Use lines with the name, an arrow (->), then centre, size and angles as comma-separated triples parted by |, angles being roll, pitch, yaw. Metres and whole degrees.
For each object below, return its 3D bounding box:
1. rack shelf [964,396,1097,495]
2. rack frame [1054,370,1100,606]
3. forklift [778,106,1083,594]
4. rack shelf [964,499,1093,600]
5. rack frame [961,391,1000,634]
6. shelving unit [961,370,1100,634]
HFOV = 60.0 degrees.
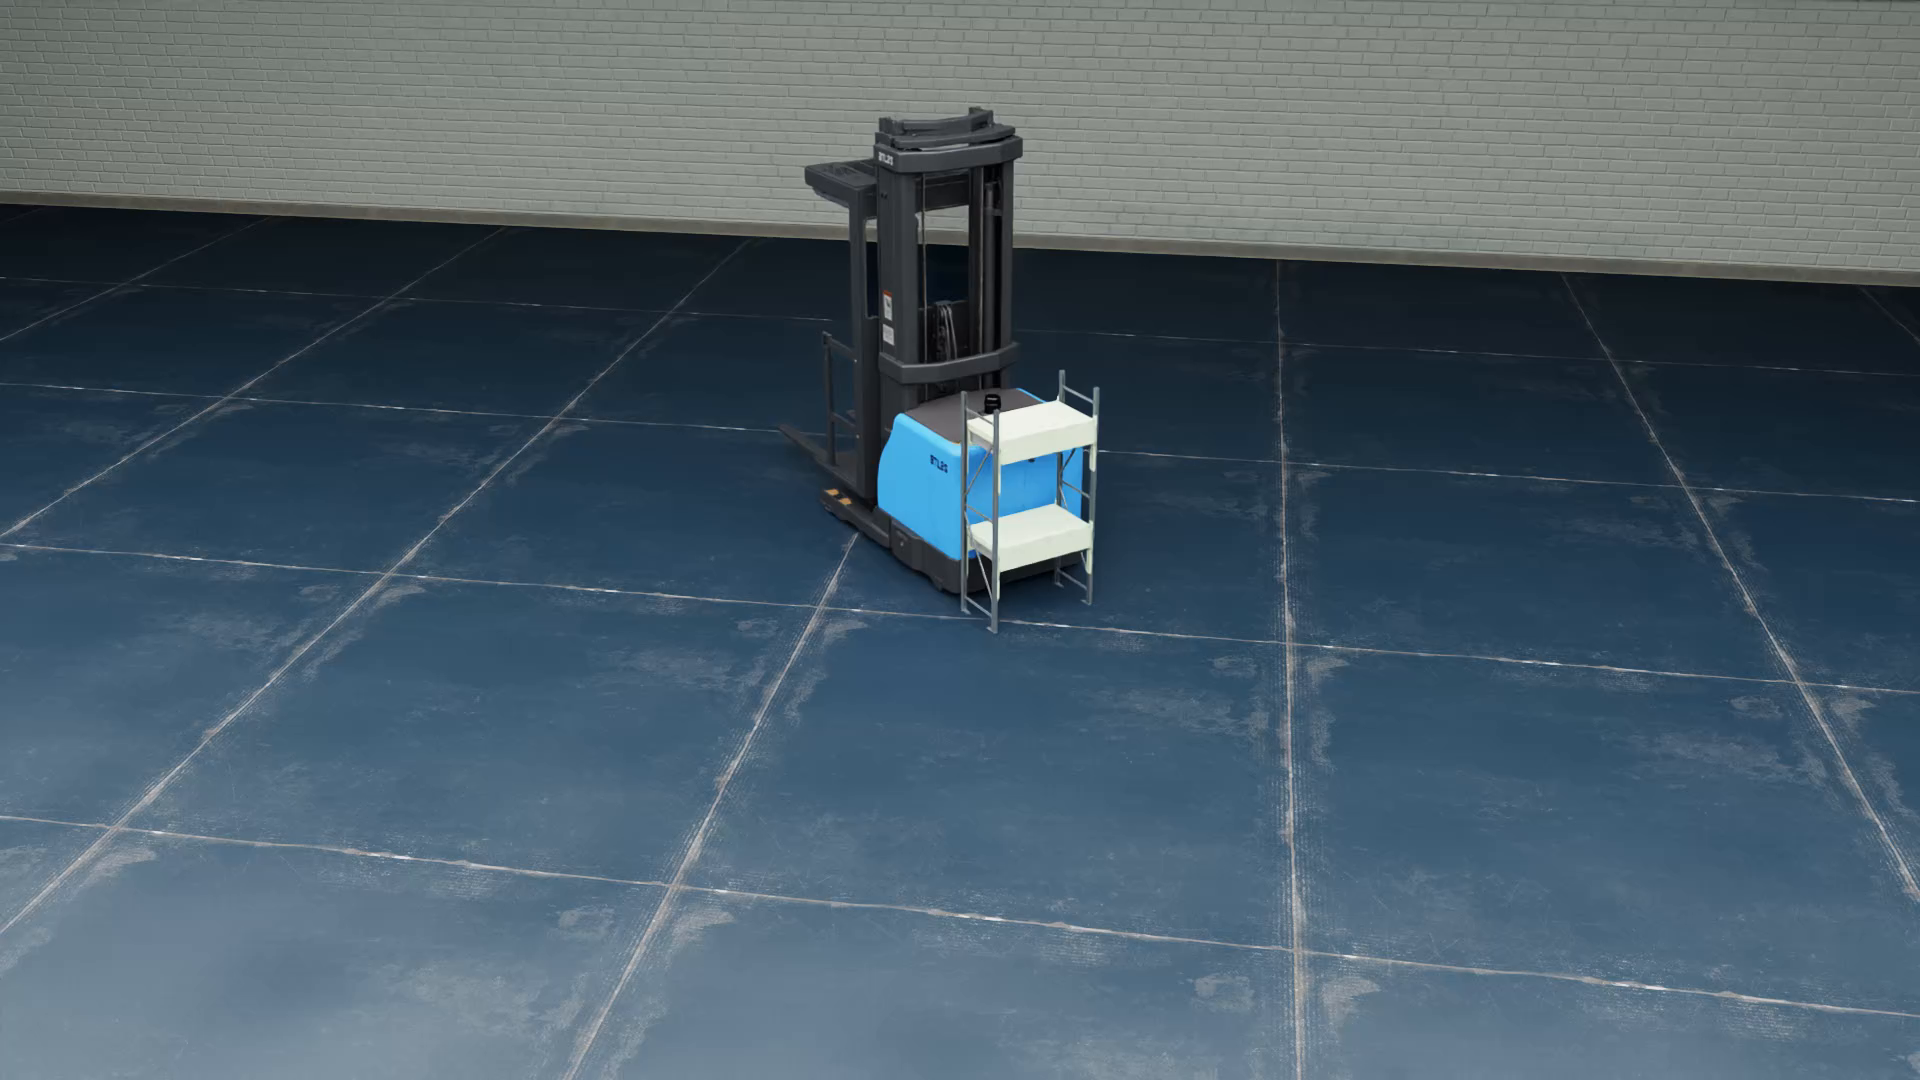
rack shelf -> 0.432, -0.595, 10.331 | 0.720, 0.370, 0.431 | -15, 29, -28
rack frame -> 0.744, -0.323, 10.670 | 0.023, 1.500, 0.400 | -15, 29, -28
forklift -> -0.369, -1.558, 11.620 | 1.130, 2.935, 3.031 | -15, 29, -28
rack shelf -> 0.432, 0.054, 10.634 | 0.720, 0.370, 0.431 | -15, 29, -28
rack frame -> 0.121, -0.160, 10.322 | 0.023, 1.500, 0.400 | -15, 29, -28
shelving unit -> 0.432, -0.241, 10.496 | 0.755, 1.500, 0.431 | -15, 29, -28
